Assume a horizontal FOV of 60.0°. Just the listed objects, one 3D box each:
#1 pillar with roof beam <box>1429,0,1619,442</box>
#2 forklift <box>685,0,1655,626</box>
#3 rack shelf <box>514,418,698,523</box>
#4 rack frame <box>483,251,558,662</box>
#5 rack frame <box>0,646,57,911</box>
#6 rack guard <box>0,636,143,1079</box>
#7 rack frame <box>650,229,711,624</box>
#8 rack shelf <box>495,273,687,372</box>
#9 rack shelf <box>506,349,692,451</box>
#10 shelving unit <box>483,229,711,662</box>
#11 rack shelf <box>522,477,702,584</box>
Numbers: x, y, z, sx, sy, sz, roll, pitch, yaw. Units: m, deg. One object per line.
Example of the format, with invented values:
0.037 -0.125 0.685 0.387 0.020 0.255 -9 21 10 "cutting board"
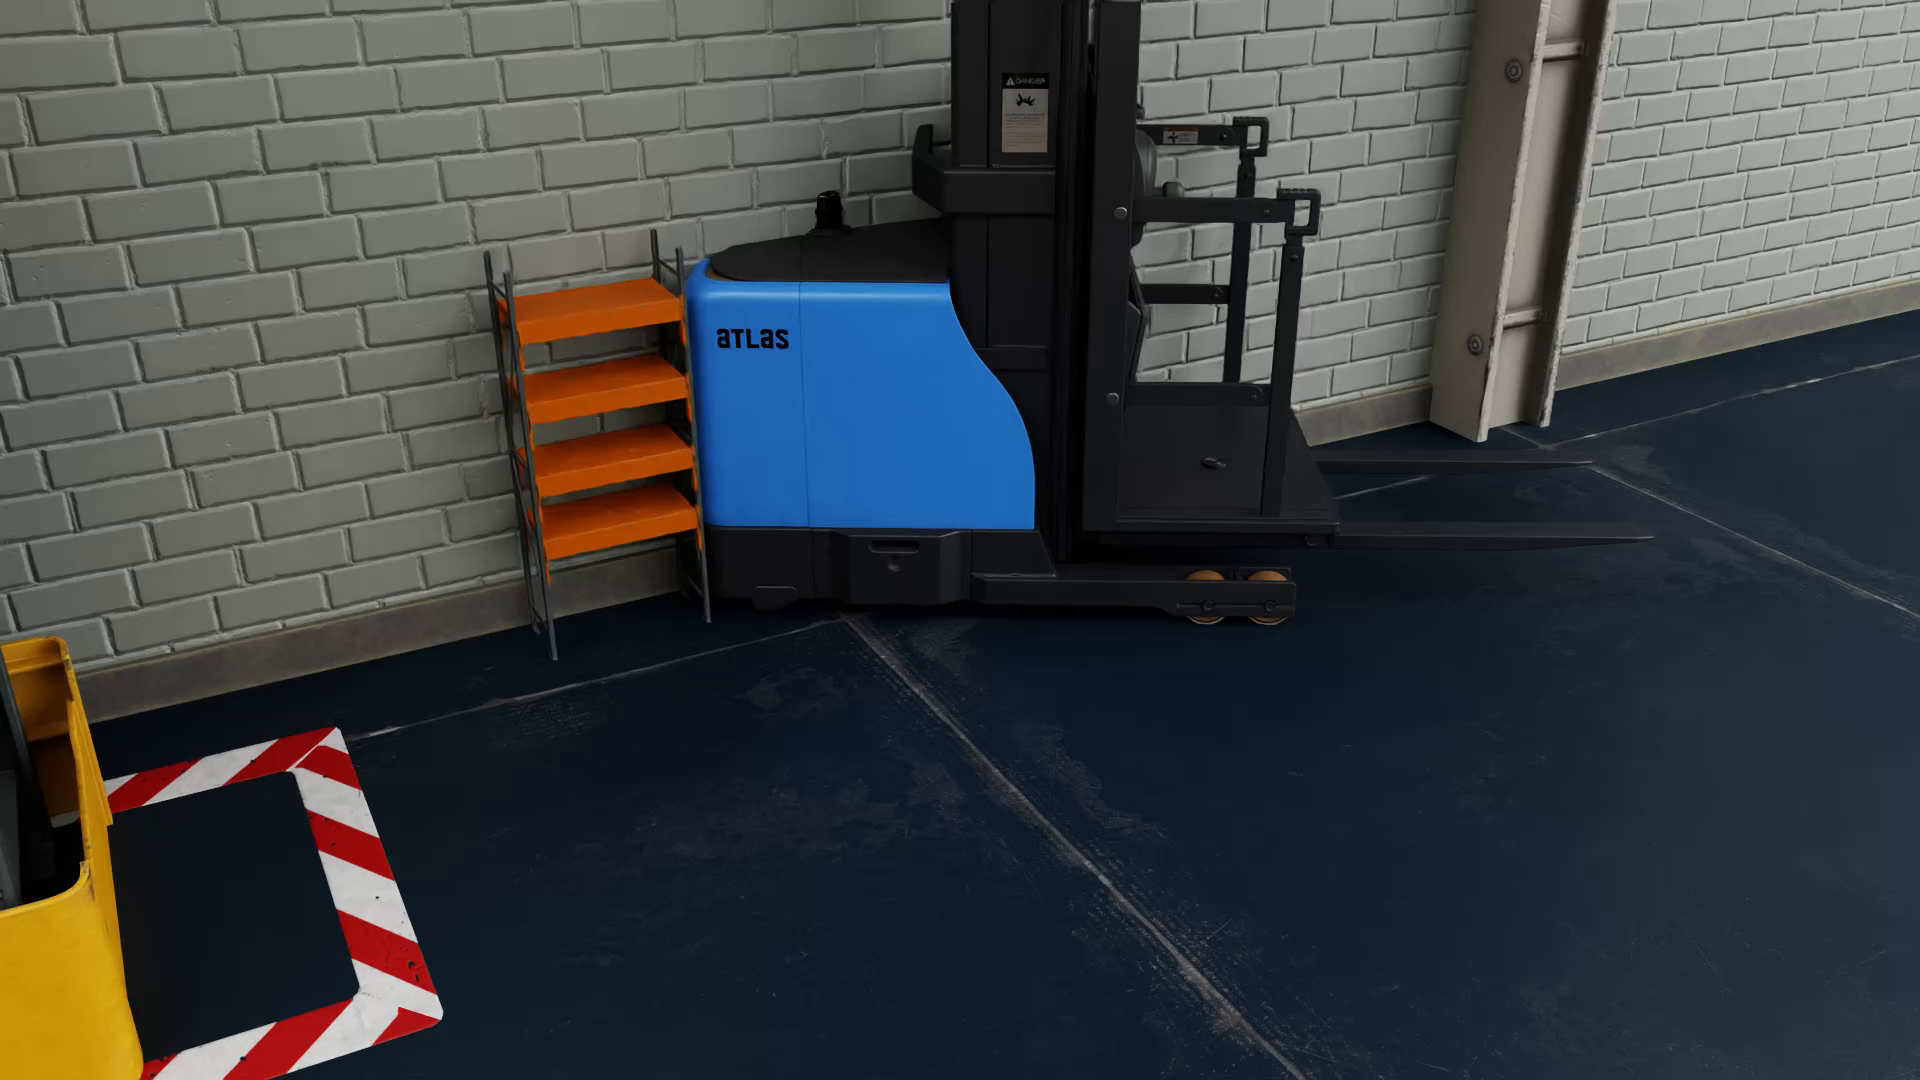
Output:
4.164 -2.896 1.385 0.400 9.000 9.100 -13 29 -25 "pillar with roof beam"
0.692 -1.289 5.048 3.031 2.935 1.130 1 26 1 "forklift"
-1.058 -0.213 4.961 0.480 0.148 0.258 -13 29 -25 "rack shelf"
-1.272 -0.223 4.827 0.015 1.200 0.240 -13 29 -25 "rack frame"
-2.117 -0.411 3.141 0.127 3.000 1.000 -13 29 -25 "rack frame"
-2.096 0.711 3.692 0.348 0.500 1.175 -13 29 -25 "rack guard"
-0.843 -0.324 5.036 0.015 1.200 0.240 -13 29 -25 "rack frame"
-1.059 -0.627 4.761 0.480 0.148 0.258 -13 29 -25 "rack shelf"
-1.058 -0.414 4.864 0.480 0.148 0.258 -13 29 -25 "rack shelf"
-1.058 -0.273 4.932 0.503 1.200 0.258 -13 29 -25 "shelving unit"
-1.057 -0.034 5.047 0.480 0.148 0.258 -13 29 -25 "rack shelf"
